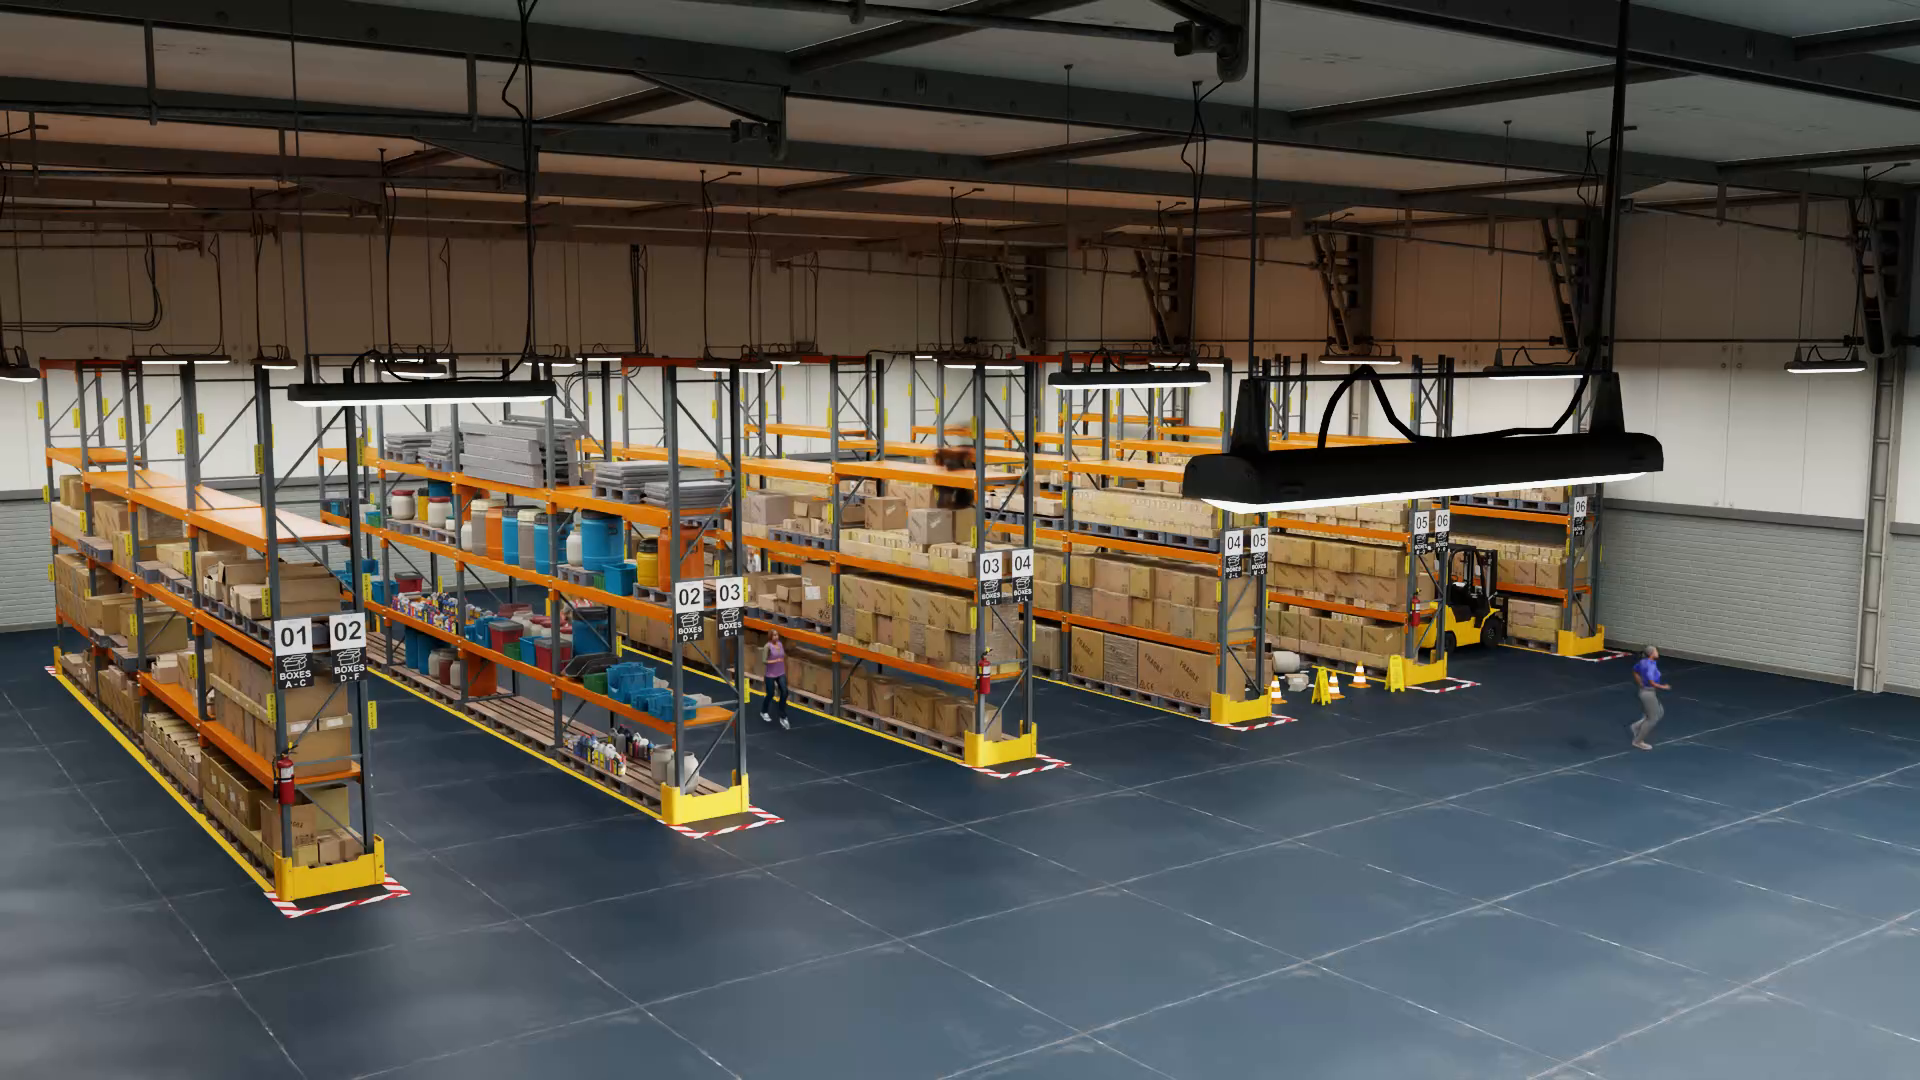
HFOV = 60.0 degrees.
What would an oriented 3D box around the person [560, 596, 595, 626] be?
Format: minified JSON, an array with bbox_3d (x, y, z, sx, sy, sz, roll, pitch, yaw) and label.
[{"bbox_3d":[-6.978,1.723,30.751,0.982,1.786,0.662,7,10,44],"label":"person"}]

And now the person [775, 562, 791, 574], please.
[{"bbox_3d":[-4.452,0.485,41.946,0.516,1.639,0.677,3,8,24],"label":"person"}]

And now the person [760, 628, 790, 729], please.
[{"bbox_3d":[-3.053,2.253,27.300,0.520,1.635,0.706,-5,9,-37],"label":"person"}]

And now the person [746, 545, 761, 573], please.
[{"bbox_3d":[-4.753,0.959,37.681,0.712,1.751,0.704,-4,8,-31],"label":"person"}]

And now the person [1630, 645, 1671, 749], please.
[{"bbox_3d":[10.737,2.432,25.821,0.537,1.624,0.624,1,7,10],"label":"person"}]
